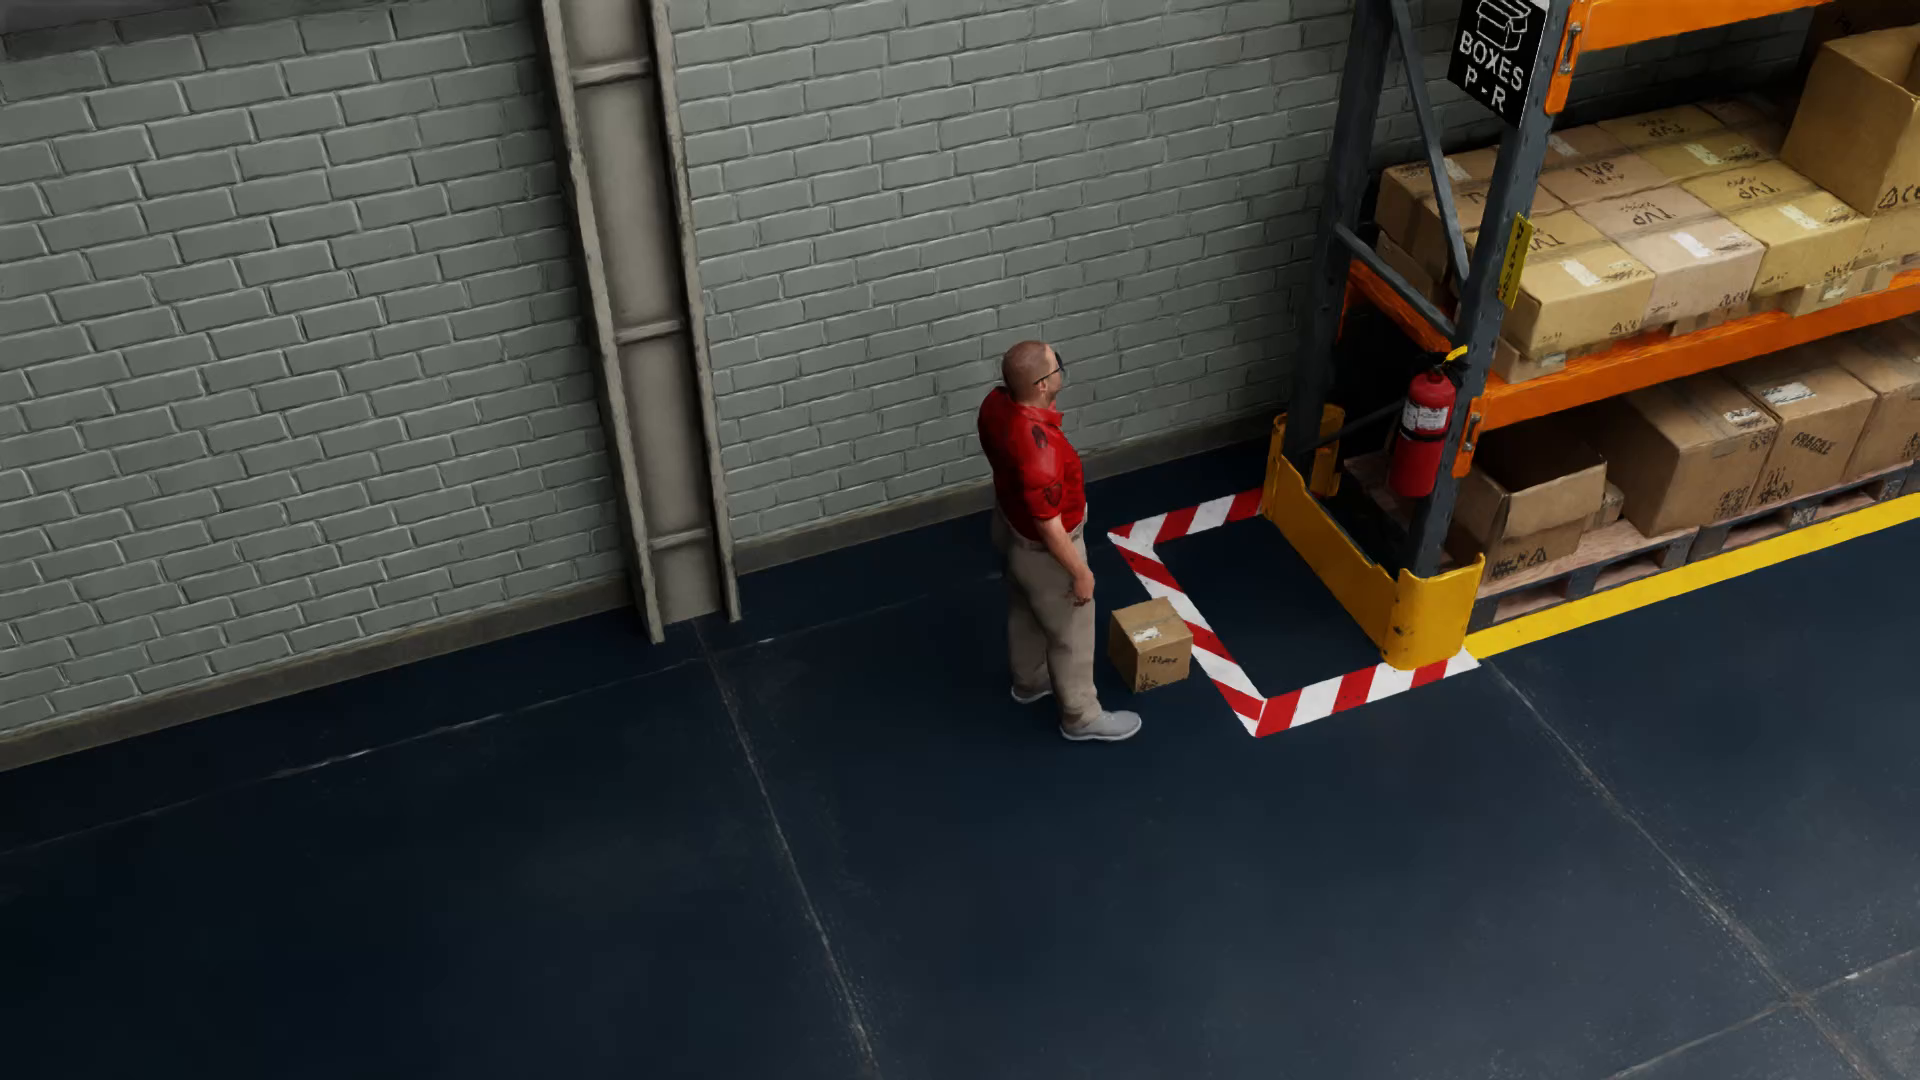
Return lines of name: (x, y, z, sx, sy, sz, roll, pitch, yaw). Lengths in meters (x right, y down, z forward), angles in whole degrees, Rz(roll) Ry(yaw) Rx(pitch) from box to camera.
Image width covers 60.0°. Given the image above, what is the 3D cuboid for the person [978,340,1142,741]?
person: (0.377, -0.012, 6.173, 0.526, 1.729, 0.644, -15, 44, -16)
